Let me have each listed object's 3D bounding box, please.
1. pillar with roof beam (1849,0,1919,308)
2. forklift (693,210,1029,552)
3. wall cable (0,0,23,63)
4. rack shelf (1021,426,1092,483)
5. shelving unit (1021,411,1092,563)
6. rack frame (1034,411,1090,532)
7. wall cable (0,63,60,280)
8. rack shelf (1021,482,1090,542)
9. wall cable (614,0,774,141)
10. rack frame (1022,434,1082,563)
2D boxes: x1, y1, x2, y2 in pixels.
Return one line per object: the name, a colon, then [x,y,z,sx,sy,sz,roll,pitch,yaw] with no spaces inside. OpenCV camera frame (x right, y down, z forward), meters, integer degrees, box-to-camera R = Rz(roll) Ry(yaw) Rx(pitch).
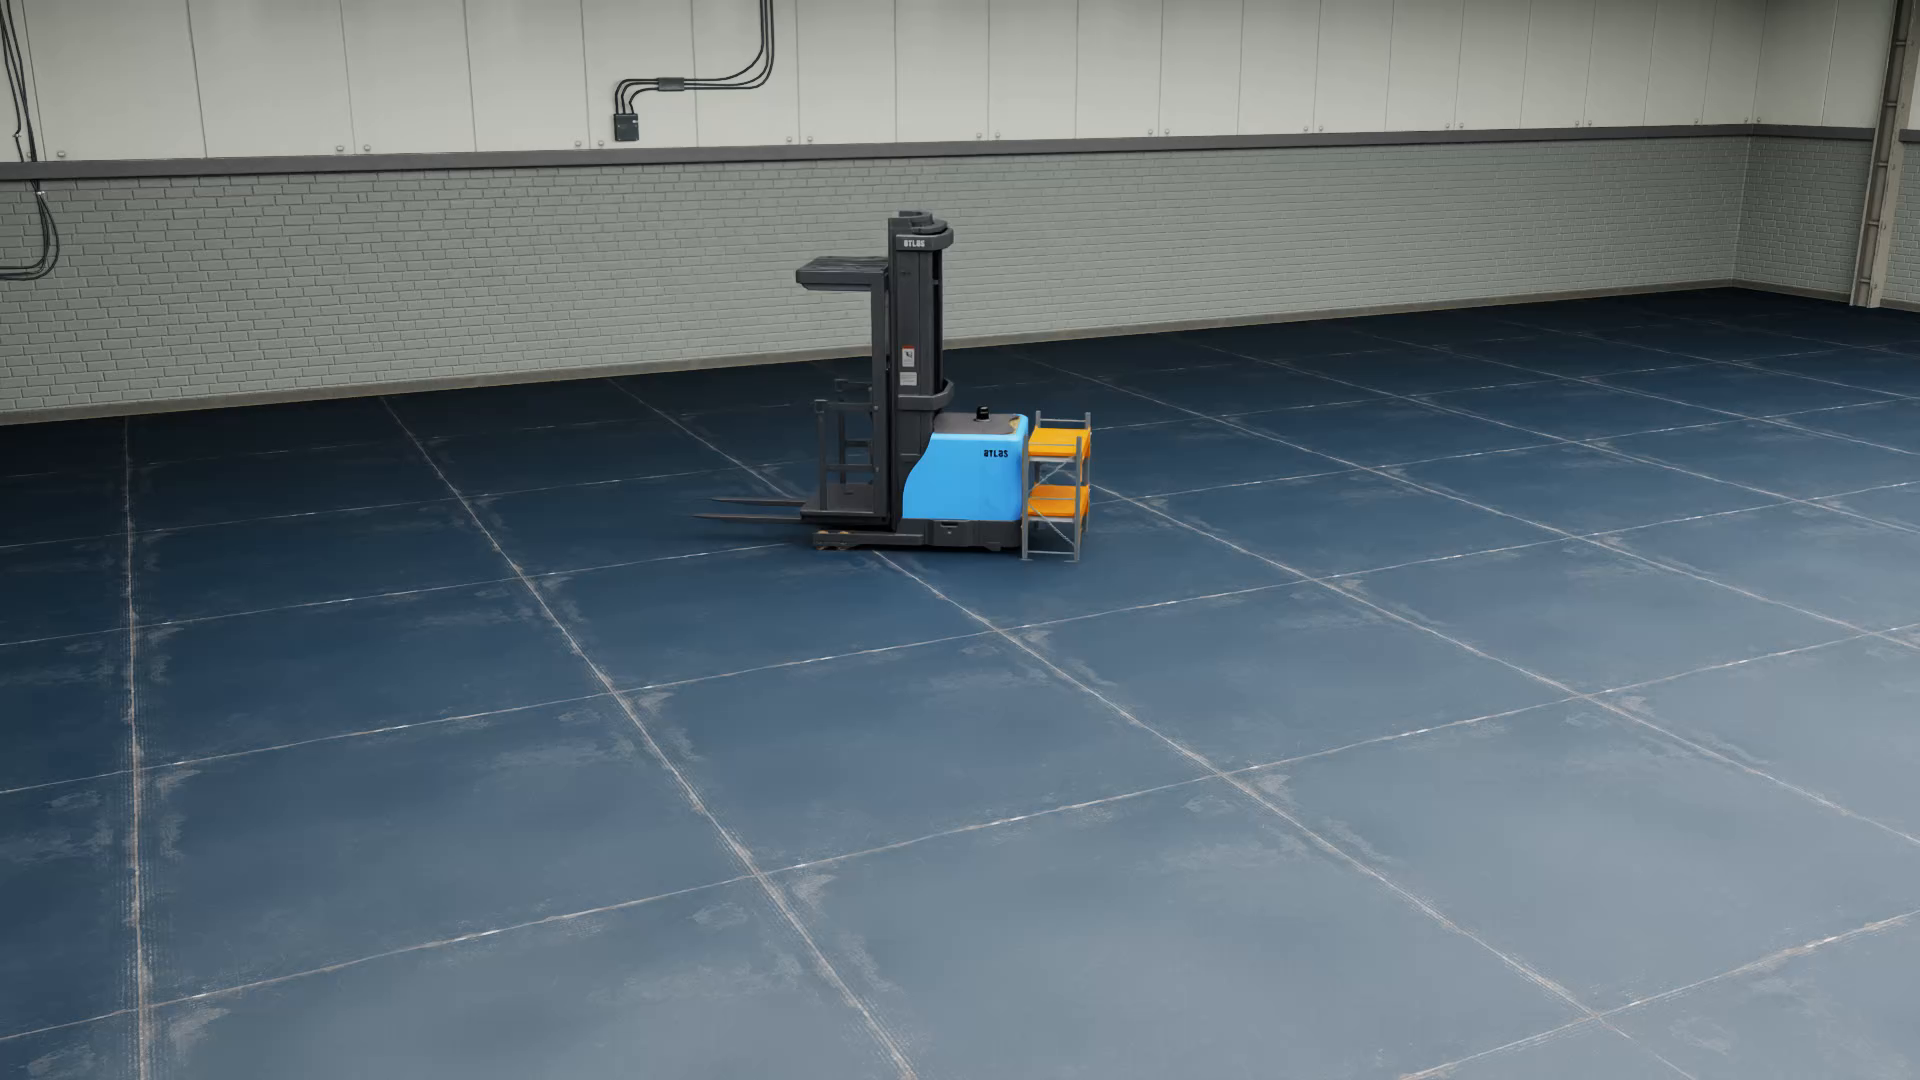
pillar with roof beam: [12.417,-8.019,26.879,9.100,9.000,0.400,-8,18,-25]
forklift: [-0.906,-1.460,15.025,3.031,2.935,1.130,2,16,6]
wall cable: [-9.699,-6.885,19.400,3.097,2.526,0.112,-8,18,-25]
rack shelf: [0.870,-0.775,14.851,0.538,0.278,1.000,2,16,8]
shelving unit: [0.870,-0.494,14.932,0.538,1.125,1.048,2,16,8]
rack frame: [0.944,-0.633,15.415,0.500,1.125,0.032,2,16,8]
wall cable: [-12.131,-4.130,18.958,3.097,2.526,0.112,-8,18,-25]
rack shelf: [0.869,-0.259,14.999,0.538,0.278,1.000,2,16,8]
wall cable: [-3.590,-8.401,22.044,2.305,6.003,0.169,-8,18,-25]
rack frame: [0.795,-0.355,14.449,0.500,1.125,0.032,2,16,8]
